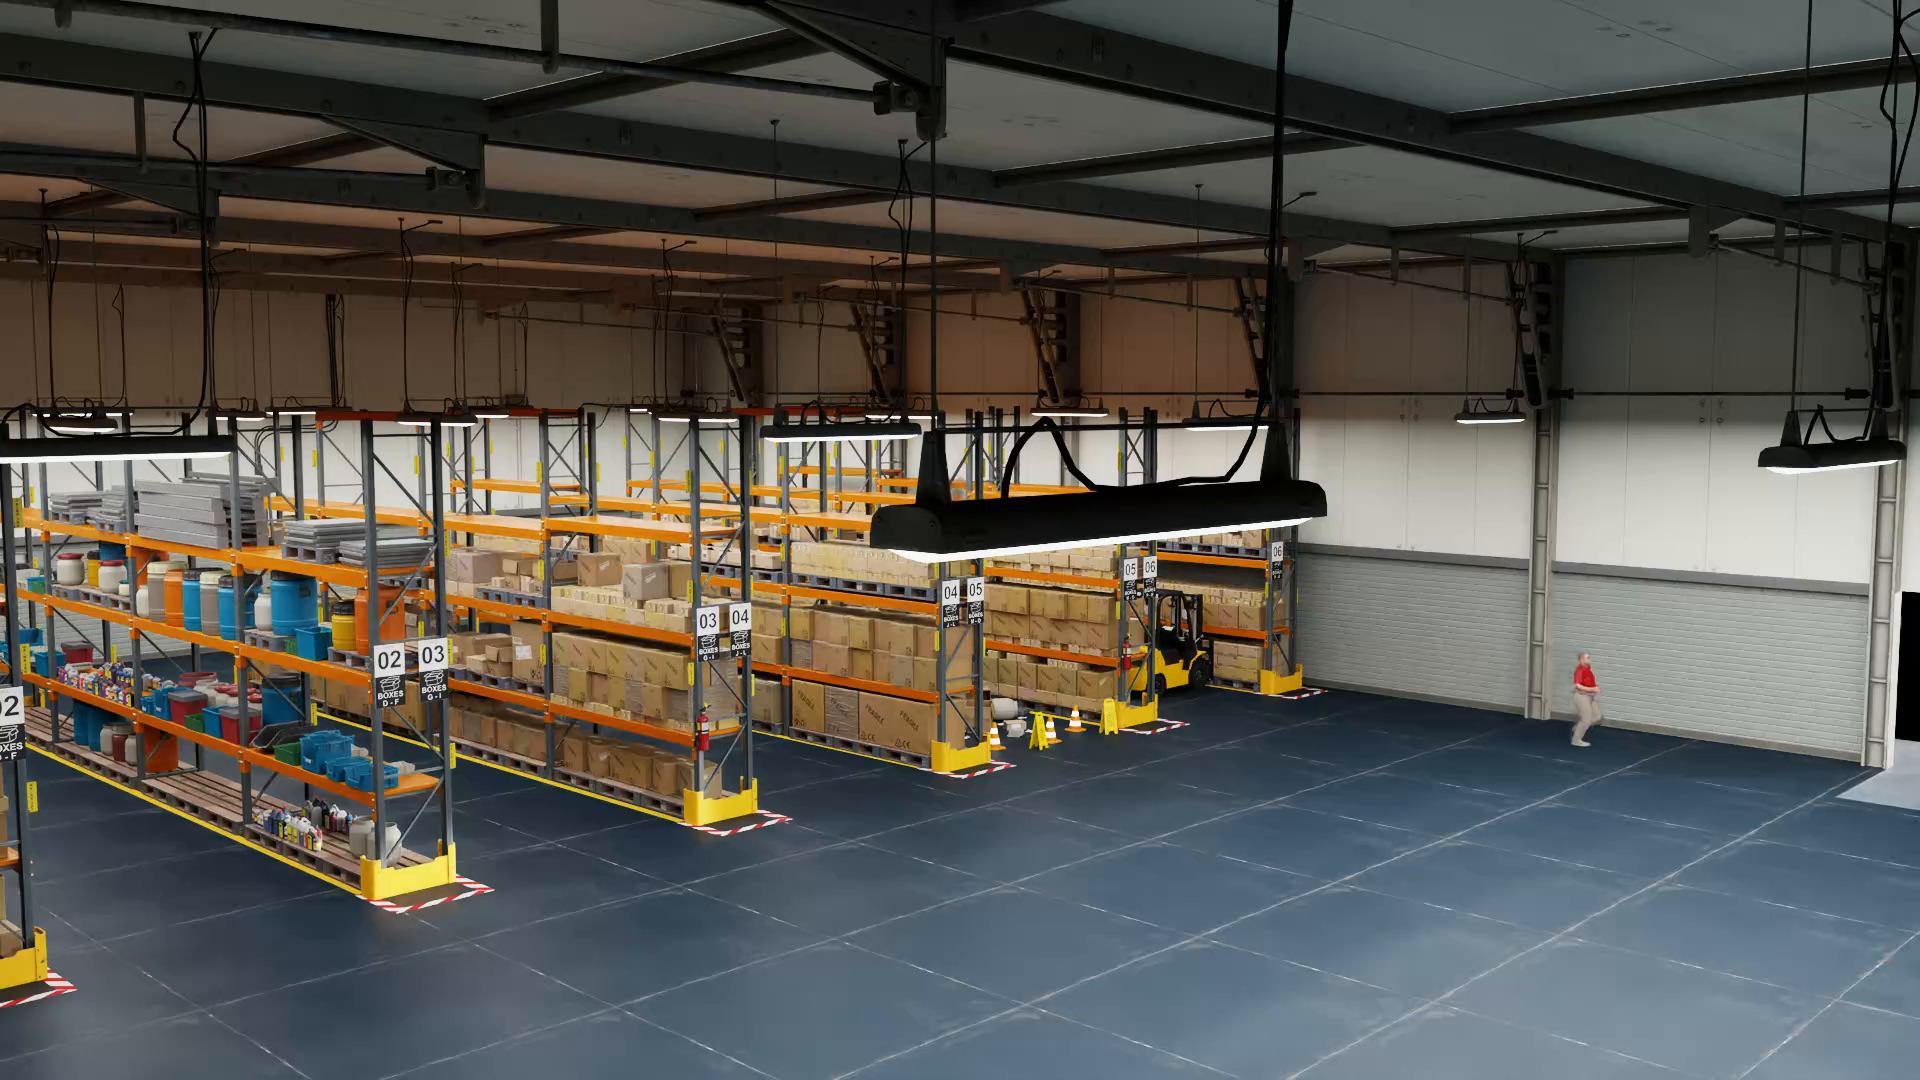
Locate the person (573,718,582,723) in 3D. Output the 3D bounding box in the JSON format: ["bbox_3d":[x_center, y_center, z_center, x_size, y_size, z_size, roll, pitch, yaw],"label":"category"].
[{"bbox_3d":[-7.496,2.651,32.241,0.796,1.705,0.601,5,7,43],"label":"person"}]

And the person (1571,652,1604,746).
[{"bbox_3d":[11.231,2.851,29.731,0.599,1.680,0.651,4,6,36],"label":"person"}]

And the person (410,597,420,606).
[{"bbox_3d":[-12.465,2.108,37.949,0.758,1.765,0.642,-1,5,-15],"label":"person"}]
